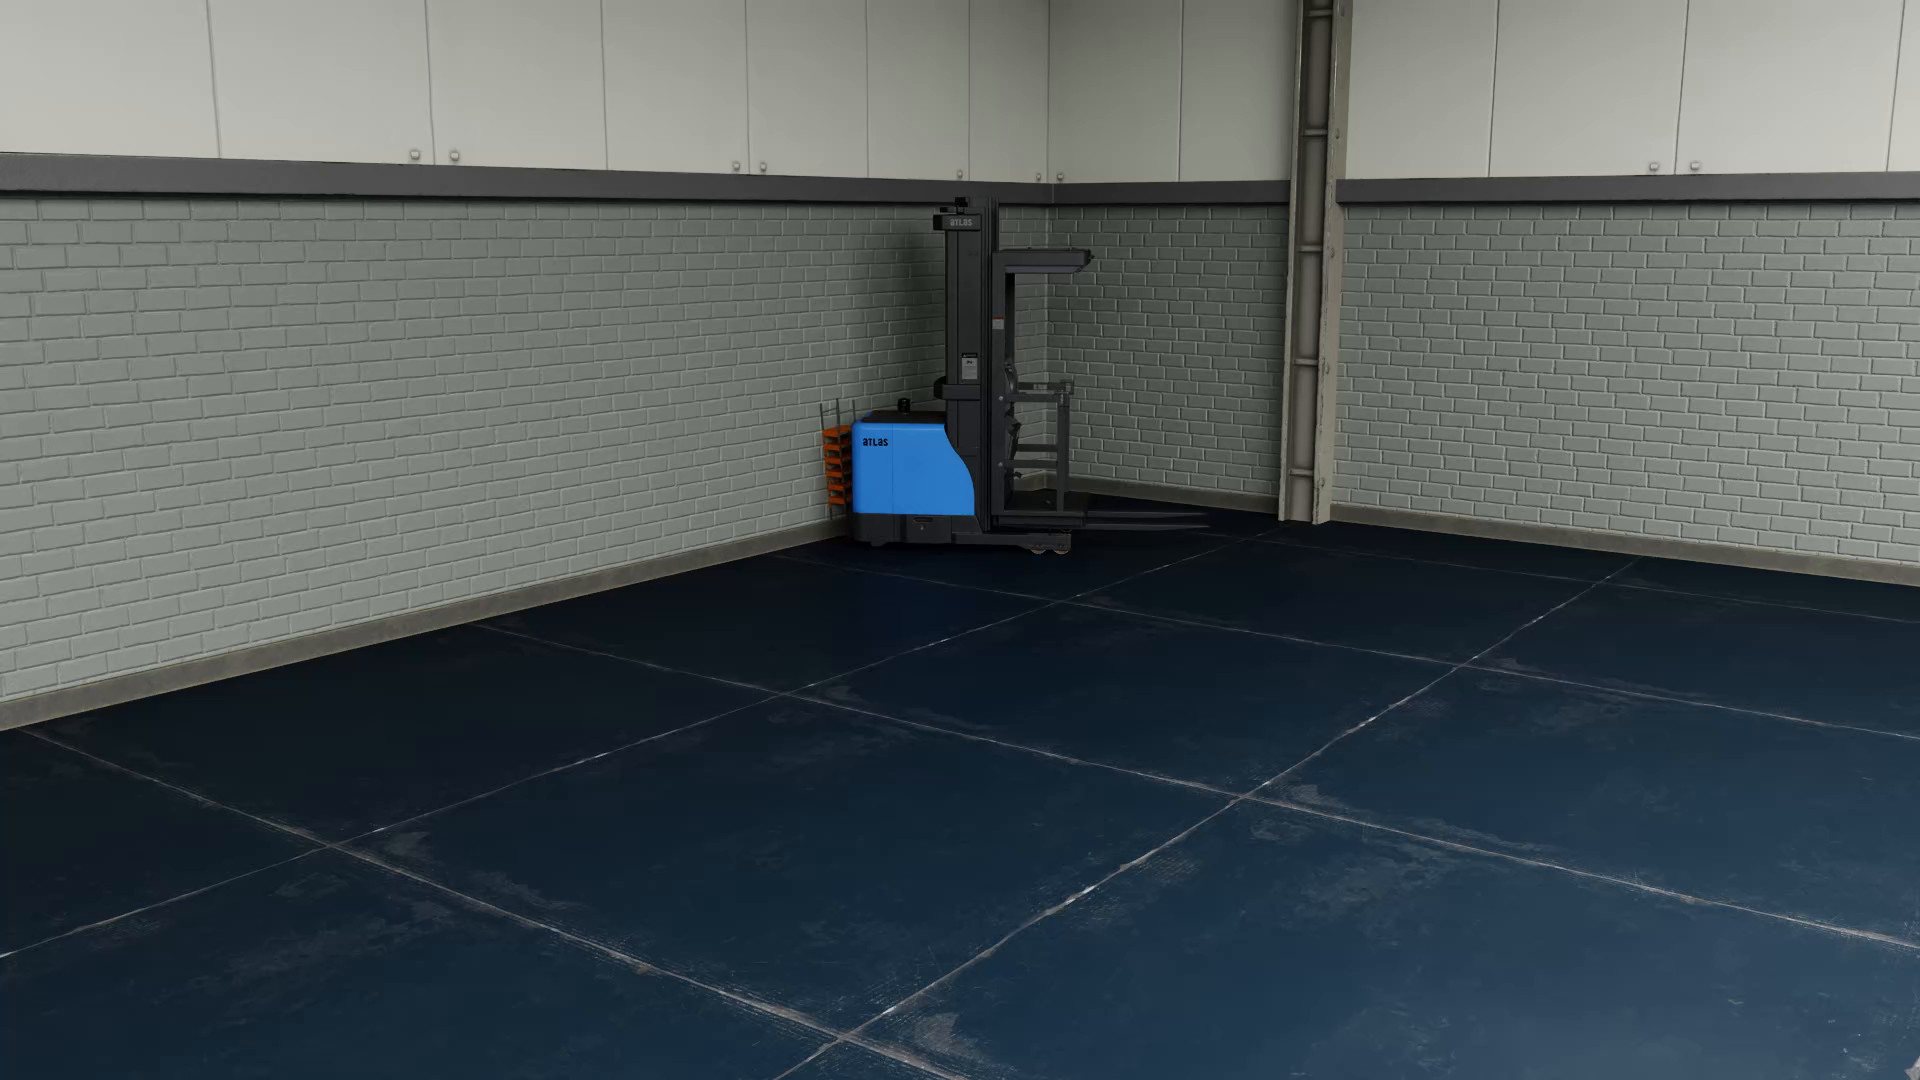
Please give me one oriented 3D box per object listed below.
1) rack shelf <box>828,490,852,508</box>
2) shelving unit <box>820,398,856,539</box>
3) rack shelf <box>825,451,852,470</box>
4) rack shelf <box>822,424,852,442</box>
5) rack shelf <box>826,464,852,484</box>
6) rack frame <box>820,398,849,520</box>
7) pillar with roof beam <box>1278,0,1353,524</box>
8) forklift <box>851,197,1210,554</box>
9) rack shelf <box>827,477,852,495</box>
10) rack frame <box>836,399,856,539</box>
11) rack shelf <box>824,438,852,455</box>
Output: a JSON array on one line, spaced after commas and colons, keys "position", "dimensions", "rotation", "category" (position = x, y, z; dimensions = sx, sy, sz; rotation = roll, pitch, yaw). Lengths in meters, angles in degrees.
[{"position": [-1.003, -0.350, 14.623], "dimensions": [0.180, 0.103, 0.258], "rotation": [8, 20, 36], "category": "rack shelf"}, {"position": [-1.022, -0.623, 14.544], "dimensions": [0.189, 1.200, 0.258], "rotation": [8, 20, 36], "category": "shelving unit"}, {"position": [-1.028, -0.695, 14.523], "dimensions": [0.180, 0.103, 0.258], "rotation": [8, 20, 36], "category": "rack shelf"}, {"position": [-1.044, -0.925, 14.456], "dimensions": [0.180, 0.103, 0.258], "rotation": [8, 20, 36], "category": "rack shelf"}, {"position": [-1.019, -0.580, 14.556], "dimensions": [0.180, 0.103, 0.258], "rotation": [8, 20, 36], "category": "rack shelf"}, {"position": [-1.096, -0.633, 14.598], "dimensions": [0.006, 1.200, 0.240], "rotation": [8, 20, 36], "category": "rack frame"}, {"position": [0.663, -3.948, 11.243], "dimensions": [0.400, 9.000, 9.100], "rotation": [8, 13, 36], "category": "pillar with roof beam"}, {"position": [0.625, -1.426, 14.185], "dimensions": [3.031, 2.935, 1.130], "rotation": [1, 11, 6], "category": "forklift"}, {"position": [-1.011, -0.465, 14.590], "dimensions": [0.180, 0.103, 0.258], "rotation": [8, 20, 36], "category": "rack shelf"}, {"position": [-0.949, -0.612, 14.490], "dimensions": [0.006, 1.200, 0.240], "rotation": [8, 20, 36], "category": "rack frame"}, {"position": [-1.036, -0.810, 14.489], "dimensions": [0.180, 0.103, 0.258], "rotation": [8, 20, 36], "category": "rack shelf"}]
